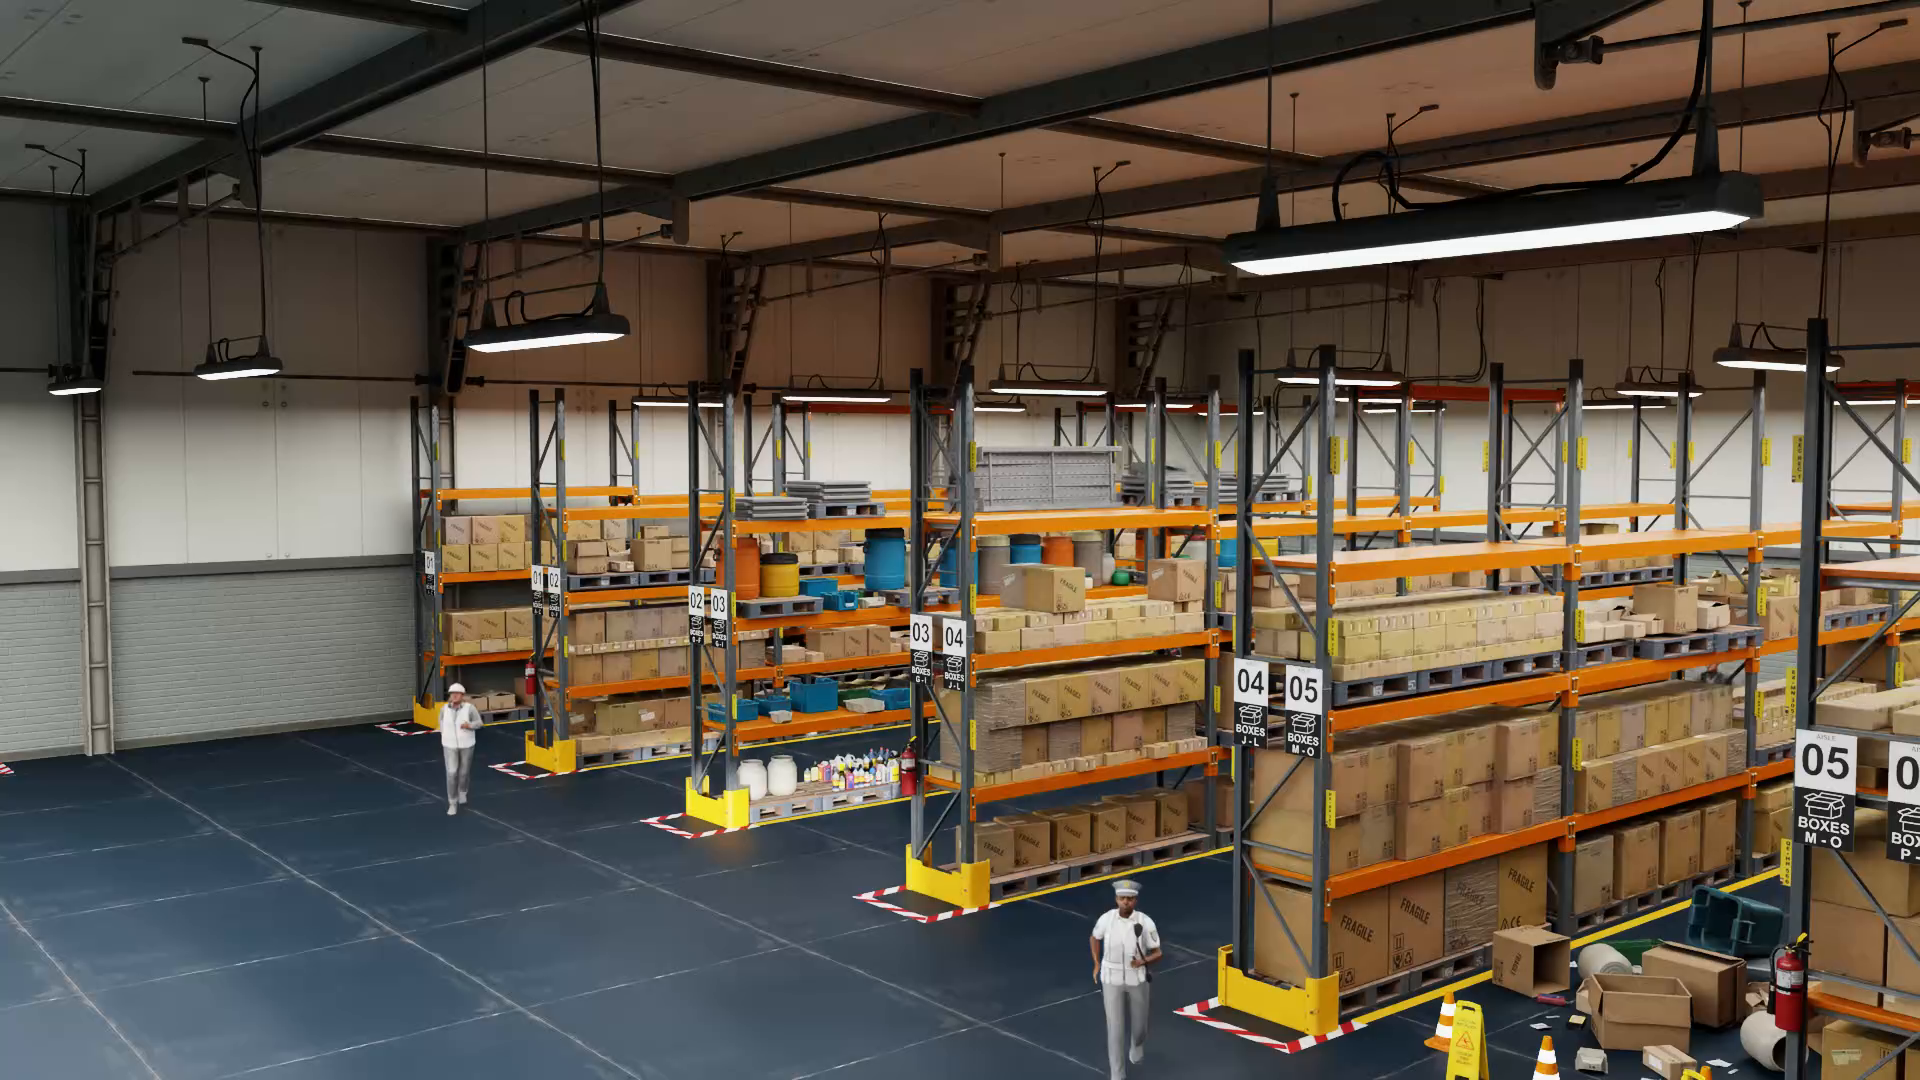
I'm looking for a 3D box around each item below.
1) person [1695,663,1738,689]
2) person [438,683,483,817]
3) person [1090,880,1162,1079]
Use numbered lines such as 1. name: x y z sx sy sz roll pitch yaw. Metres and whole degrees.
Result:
1. person: 12.123 2.737 26.715 0.937 1.714 0.652 -3 5 -42
2. person: -7.003 2.910 23.328 0.632 1.834 0.804 -1 3 -12
3. person: 1.322 3.527 13.299 0.586 1.672 0.898 0 3 7
